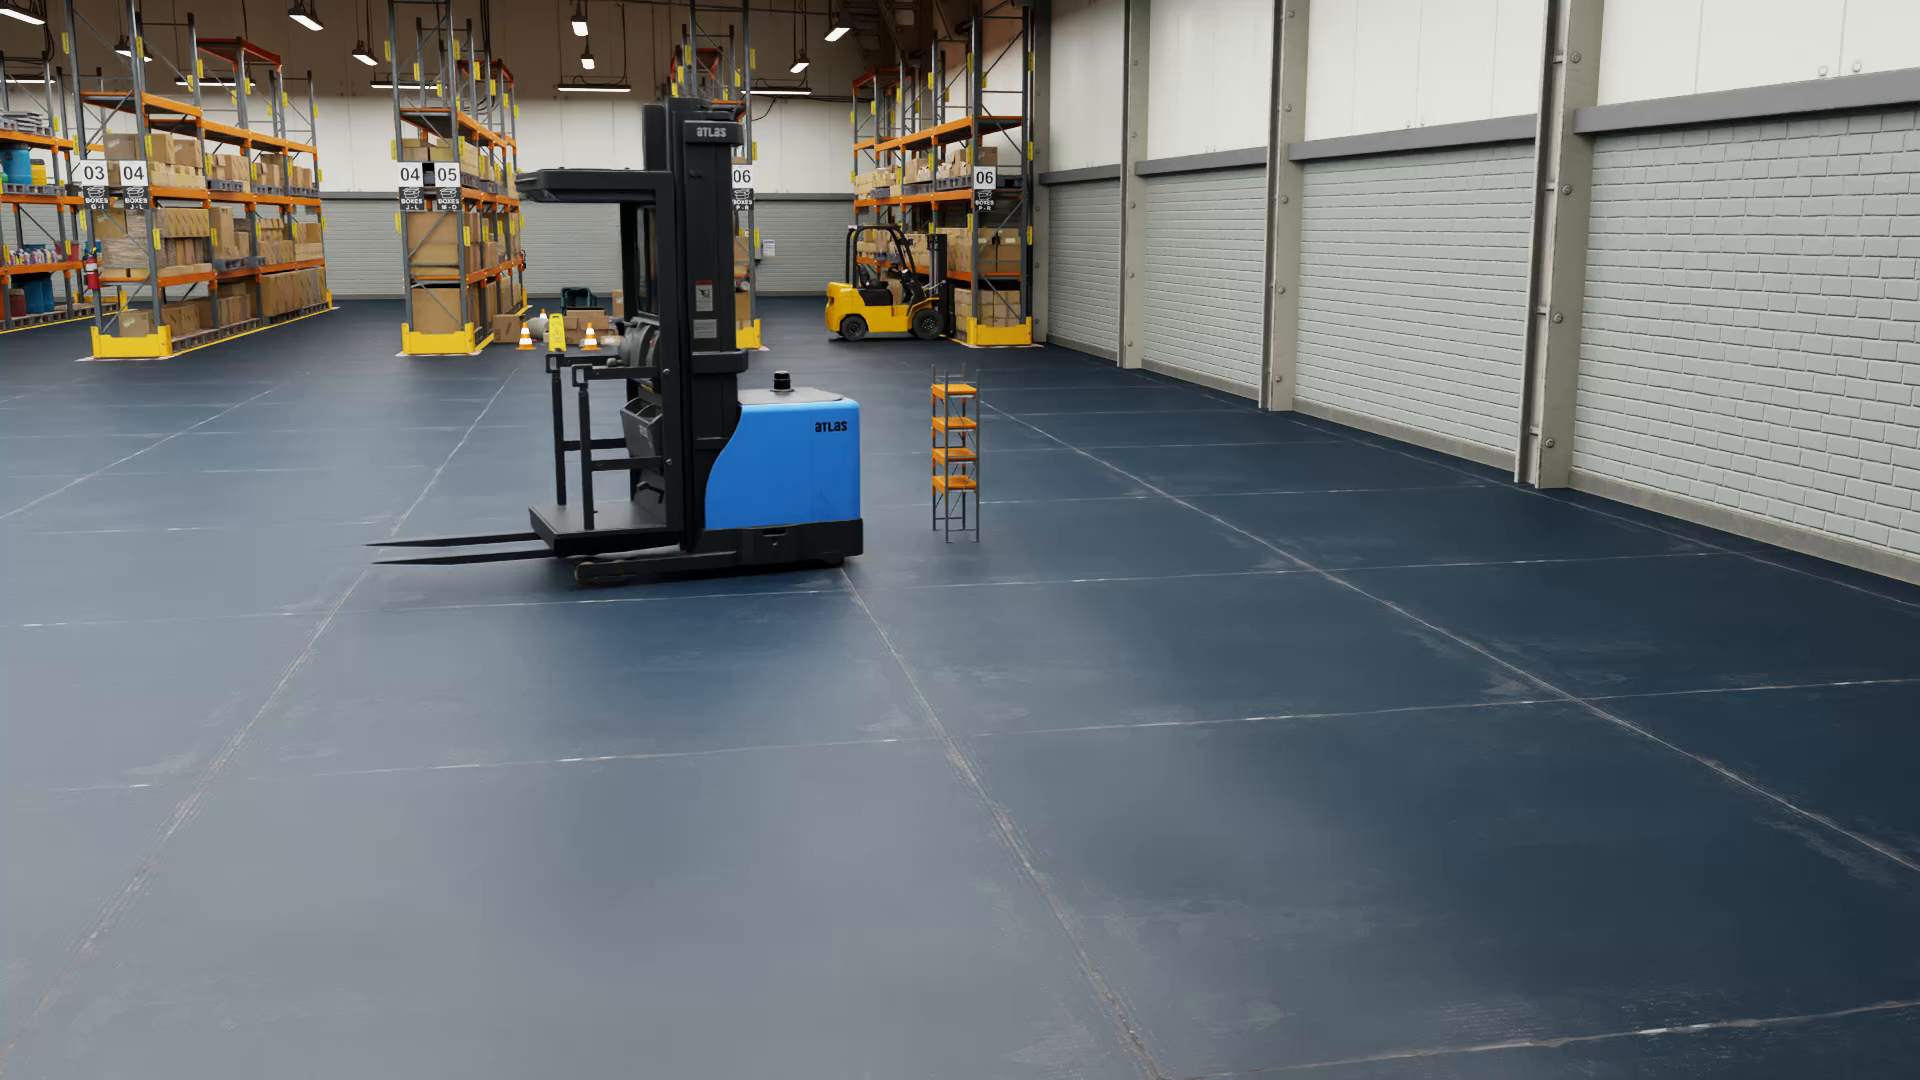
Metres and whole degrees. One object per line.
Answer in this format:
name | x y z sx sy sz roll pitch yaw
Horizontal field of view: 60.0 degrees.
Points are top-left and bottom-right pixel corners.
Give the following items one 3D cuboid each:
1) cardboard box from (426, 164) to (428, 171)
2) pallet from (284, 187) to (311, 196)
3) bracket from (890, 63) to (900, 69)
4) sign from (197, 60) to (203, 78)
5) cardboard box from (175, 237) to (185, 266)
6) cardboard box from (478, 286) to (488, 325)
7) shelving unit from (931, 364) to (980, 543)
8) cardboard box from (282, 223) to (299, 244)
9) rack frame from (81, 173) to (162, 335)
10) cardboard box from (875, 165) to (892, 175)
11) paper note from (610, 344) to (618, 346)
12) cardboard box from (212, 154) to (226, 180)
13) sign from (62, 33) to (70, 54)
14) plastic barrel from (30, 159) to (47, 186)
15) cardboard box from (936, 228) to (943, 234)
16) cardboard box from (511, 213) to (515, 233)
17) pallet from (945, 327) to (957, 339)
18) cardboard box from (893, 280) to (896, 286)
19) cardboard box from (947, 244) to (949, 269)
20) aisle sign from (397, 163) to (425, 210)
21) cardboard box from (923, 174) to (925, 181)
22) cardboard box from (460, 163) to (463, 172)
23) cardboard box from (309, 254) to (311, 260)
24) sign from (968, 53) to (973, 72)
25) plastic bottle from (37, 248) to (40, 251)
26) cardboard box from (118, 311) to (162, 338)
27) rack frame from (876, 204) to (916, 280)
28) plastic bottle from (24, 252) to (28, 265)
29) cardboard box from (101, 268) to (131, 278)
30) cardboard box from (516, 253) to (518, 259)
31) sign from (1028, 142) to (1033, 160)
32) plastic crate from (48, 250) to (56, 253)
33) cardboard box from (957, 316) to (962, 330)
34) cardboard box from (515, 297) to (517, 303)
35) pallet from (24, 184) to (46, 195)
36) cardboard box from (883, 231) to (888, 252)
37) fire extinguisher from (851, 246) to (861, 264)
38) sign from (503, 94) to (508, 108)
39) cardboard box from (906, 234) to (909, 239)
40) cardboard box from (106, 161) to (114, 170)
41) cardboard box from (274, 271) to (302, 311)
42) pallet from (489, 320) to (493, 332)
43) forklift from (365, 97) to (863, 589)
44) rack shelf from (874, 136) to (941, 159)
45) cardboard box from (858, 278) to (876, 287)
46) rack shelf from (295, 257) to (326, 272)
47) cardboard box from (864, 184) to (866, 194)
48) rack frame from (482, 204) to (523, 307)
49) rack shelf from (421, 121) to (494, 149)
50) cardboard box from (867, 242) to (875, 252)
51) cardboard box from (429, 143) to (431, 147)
cardboard box | -9.527 -6.504 29.107 0.380 0.149 0.250 -2 11 -10
pallet | -16.584 -8.553 40.827 1.003 0.211 1.213 -2 11 -11
bracket | -1.793 -12.703 44.741 0.076 0.066 4.783 -2 11 -11
sign | -14.109 -8.743 30.857 0.100 0.325 0.005 -2 11 -11
cardboard box | -14.303 -5.119 29.503 0.875 0.500 0.500 -2 11 -11
cardboard box | -9.969 -4.656 33.029 1.050 0.750 0.750 -2 11 -11
shelving unit | -0.032 -0.620 11.744 0.258 1.200 0.503 -2 11 -11
cardboard box | -16.043 -7.288 39.562 0.500 0.500 0.500 -2 11 -11
rack frame | -13.867 -4.549 27.572 1.000 3.000 0.127 -2 11 -11
cardboard box | -1.896 -9.178 41.252 0.396 0.266 0.258 -2 11 -12
paper note | -6.283 -3.551 30.274 0.148 0.019 0.142 -6 13 -31
cardboard box | -14.823 -7.275 32.477 0.797 0.503 0.637 -2 11 -9
sign | -14.415 -8.016 26.823 0.100 0.325 0.005 -2 11 -11
plastic barrel | -20.683 -8.182 37.011 0.600 0.588 0.600 0 11 0
cardboard box | -0.285 -6.268 33.811 0.380 0.149 0.250 -2 11 -10
cardboard box | -11.348 -7.877 41.325 0.500 0.500 0.500 -2 11 -10
pallet | 0.298 -4.082 32.581 1.003 0.211 1.213 -2 11 -11
cardboard box | -1.409 -6.180 39.971 0.380 0.149 0.250 -3 11 -14
cardboard box | -0.009 -5.594 32.799 0.500 0.500 0.500 -2 11 -12
aisle sign | -9.263 -5.964 28.054 0.394 0.787 0.004 -2 11 -11
cardboard box | -0.568 -7.620 34.968 0.380 0.149 0.250 -2 11 -11
cardboard box | -8.734 -6.391 28.509 0.380 0.149 0.250 -2 11 -11
cardboard box | -16.237 -6.978 41.010 0.380 0.149 0.250 -2 11 -13
sign | 0.187 -8.518 29.672 0.100 0.325 0.005 -2 11 -11
plastic bottle | -20.701 -6.383 37.343 0.144 0.351 0.185 -2 11 -11
cardboard box | -13.972 -3.642 28.372 0.500 0.500 0.500 0 11 0
rack frame | -1.612 -7.291 41.981 1.000 3.000 0.127 -2 11 -11
plastic bottle | -20.269 -6.098 36.056 0.097 0.271 0.097 0 11 0
cardboard box | -14.125 -4.470 27.831 0.380 0.149 0.250 -2 11 -11
cardboard box | -11.606 -7.334 42.877 0.380 0.149 0.250 -2 11 -9
sign | 1.267 -7.051 30.148 0.100 0.325 0.005 -2 11 -11
plastic crate | -21.798 -6.896 40.195 0.416 0.233 0.300 -2 11 -11
cardboard box | 0.233 -4.112 31.509 0.500 0.250 0.500 -2 11 -11
cardboard box | -11.364 -6.032 41.868 0.380 0.149 0.250 -2 11 -13
pallet | -20.588 -7.602 36.098 1.003 0.211 1.213 -2 11 -11
cardboard box | -1.484 -7.211 40.168 0.700 0.500 0.500 -2 11 -11
fire extinguisher | -2.872 -7.814 45.931 0.296 0.674 0.183 -2 11 -11
sign | -10.773 -10.416 39.434 0.100 0.325 0.005 -2 11 -11
cardboard box | -1.008 -6.807 37.436 0.380 0.149 0.250 -2 11 -10
cardboard box | -14.227 -6.184 27.477 0.380 0.149 0.250 -2 11 -11
cardboard box | -16.057 -5.795 38.682 1.225 0.875 0.875 -2 11 -11
pallet | -10.225 -4.437 34.445 1.003 0.211 1.213 -2 11 -11
forklift | -2.199 -1.254 10.444 3.031 2.935 1.130 -4 12 -22
rack shelf | -1.223 -9.322 39.598 1.077 0.370 4.000 -2 11 -11
cardboard box | -2.364 -6.889 45.422 0.797 0.503 0.637 -3 11 -13
rack shelf | -16.590 -6.763 41.130 1.077 0.370 4.000 -2 11 -11
cardboard box | -2.242 -9.199 43.586 0.500 0.250 0.500 -2 11 -12
rack frame | -12.094 -7.645 43.840 1.000 3.000 0.127 -2 11 -11
rack shelf | -10.149 -8.208 33.748 1.077 0.370 4.000 -2 11 -11
cardboard box | -2.146 -7.631 43.374 0.500 0.250 0.500 -2 11 -11
cardboard box | -9.677 -7.037 29.772 0.380 0.149 0.250 -2 11 -11
